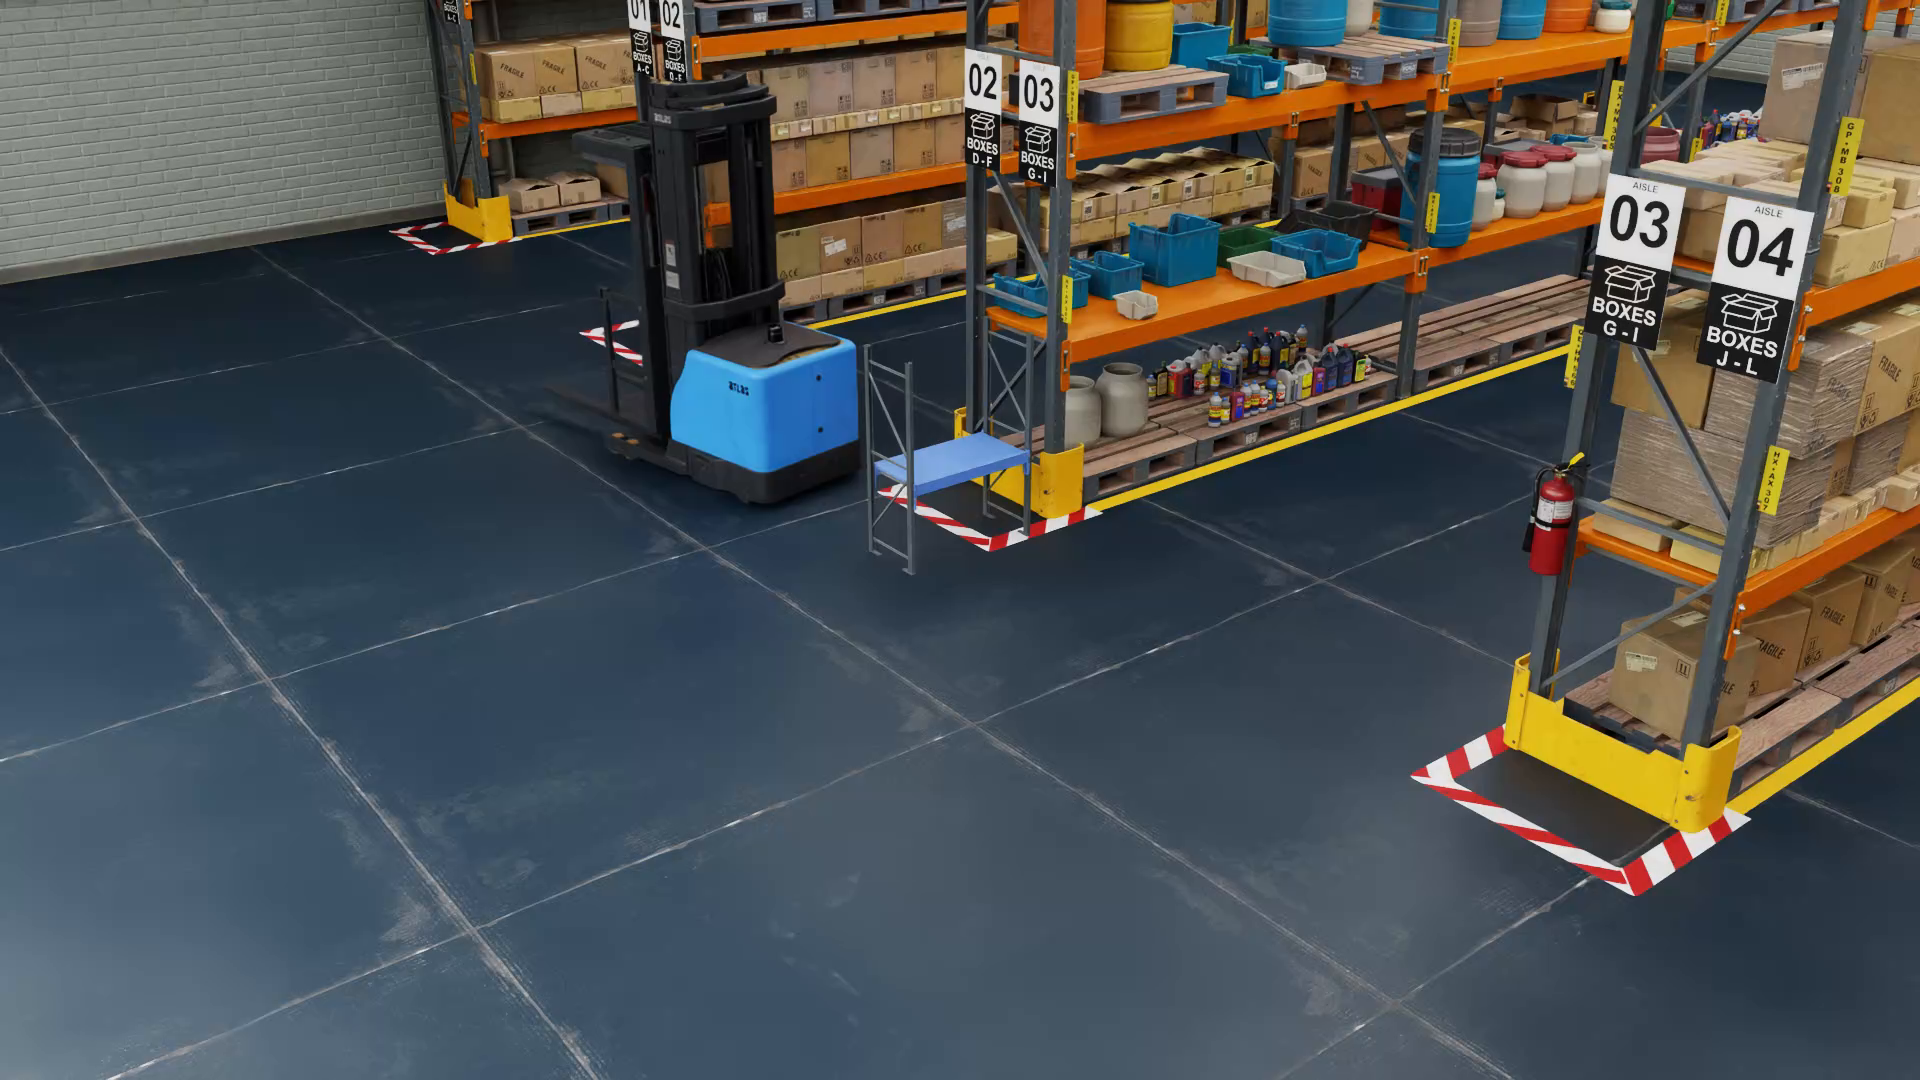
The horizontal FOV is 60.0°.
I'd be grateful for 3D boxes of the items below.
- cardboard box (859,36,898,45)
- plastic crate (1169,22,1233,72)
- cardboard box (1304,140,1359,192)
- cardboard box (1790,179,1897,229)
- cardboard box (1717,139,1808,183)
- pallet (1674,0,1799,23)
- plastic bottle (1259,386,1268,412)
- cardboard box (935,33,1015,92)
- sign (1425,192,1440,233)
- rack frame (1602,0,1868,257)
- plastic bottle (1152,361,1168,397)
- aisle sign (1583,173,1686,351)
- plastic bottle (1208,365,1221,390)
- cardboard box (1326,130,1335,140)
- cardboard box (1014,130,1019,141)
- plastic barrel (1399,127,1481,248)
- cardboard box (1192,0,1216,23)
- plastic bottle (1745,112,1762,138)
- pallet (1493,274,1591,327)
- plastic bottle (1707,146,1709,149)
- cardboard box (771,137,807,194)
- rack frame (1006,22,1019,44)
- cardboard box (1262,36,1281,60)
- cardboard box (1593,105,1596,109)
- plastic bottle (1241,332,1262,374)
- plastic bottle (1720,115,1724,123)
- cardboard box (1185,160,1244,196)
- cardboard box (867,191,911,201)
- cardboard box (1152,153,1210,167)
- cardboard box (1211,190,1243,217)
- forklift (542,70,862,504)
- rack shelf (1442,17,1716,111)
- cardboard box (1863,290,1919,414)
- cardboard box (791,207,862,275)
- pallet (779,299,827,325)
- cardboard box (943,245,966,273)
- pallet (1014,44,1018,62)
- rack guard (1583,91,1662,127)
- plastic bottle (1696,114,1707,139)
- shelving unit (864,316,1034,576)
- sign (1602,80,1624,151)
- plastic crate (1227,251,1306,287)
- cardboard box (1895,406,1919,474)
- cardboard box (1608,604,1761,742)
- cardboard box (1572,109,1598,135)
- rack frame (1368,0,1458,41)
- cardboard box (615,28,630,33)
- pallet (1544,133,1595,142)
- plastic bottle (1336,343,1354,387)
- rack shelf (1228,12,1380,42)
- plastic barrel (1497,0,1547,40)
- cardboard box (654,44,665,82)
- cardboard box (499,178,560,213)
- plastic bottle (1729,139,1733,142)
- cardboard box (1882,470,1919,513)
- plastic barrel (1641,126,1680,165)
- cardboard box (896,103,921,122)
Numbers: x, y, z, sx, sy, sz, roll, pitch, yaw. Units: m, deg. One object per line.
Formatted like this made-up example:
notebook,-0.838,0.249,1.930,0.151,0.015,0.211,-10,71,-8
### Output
cardboard box,-1.203,-6.718,22.020,0.500,0.500,0.700,-14,28,-27
plastic crate,1.712,-3.655,12.518,0.575,0.384,0.392,-18,31,-34
cardboard box,4.582,-4.654,20.661,0.500,0.500,0.500,-20,31,-36
cardboard box,4.077,-1.569,7.710,0.250,0.149,0.380,-17,30,-33
cardboard box,4.088,-1.924,8.474,0.250,0.149,0.380,-18,30,-34
pallet,7.355,-5.226,16.108,1.213,0.211,1.003,-18,31,-34
plastic bottle,2.443,-1.145,13.456,0.097,0.201,0.097,0,25,0
cardboard box,0.146,-4.904,17.094,0.500,0.500,0.700,-18,30,-34
sign,3.876,-2.686,13.646,0.005,0.325,0.100,-18,31,-34
rack frame,3.454,-2.787,7.066,0.127,3.000,1.000,-18,31,-34
plastic bottle,1.653,-1.333,13.762,0.133,0.283,0.061,-17,30,-33
aisle sign,3.220,-1.328,7.961,0.004,0.787,0.394,-18,31,-34
plastic bottle,2.134,-1.367,13.934,0.097,0.201,0.097,0,25,0
cardboard box,4.638,-4.947,21.294,0.500,0.500,0.500,-20,31,-36
cardboard box,0.852,-4.462,17.979,0.500,0.250,0.500,-16,29,-31
plastic barrel,4.036,-2.973,13.997,0.708,0.901,0.600,-18,31,-34
cardboard box,3.520,-8.092,25.126,0.500,0.500,0.500,-19,31,-35
plastic bottle,8.607,-4.483,17.993,0.135,0.276,0.152,-18,31,-34
pallet,6.059,-2.331,16.523,1.213,0.211,1.003,-18,31,-34
plastic bottle,7.505,-3.857,16.733,0.097,0.201,0.097,0,25,0
cardboard box,-1.870,-3.649,15.930,0.500,0.500,0.700,-17,30,-33
rack frame,0.580,-7.067,23.413,0.127,3.000,1.000,-18,31,-34
cardboard box,4.065,-5.863,20.203,0.700,0.500,0.500,15,29,29
cardboard box,9.393,-6.416,24.876,0.250,0.149,0.380,-18,31,-34
plastic bottle,2.506,-1.622,14.307,0.185,0.351,0.144,-20,31,-36
plastic bottle,8.145,-4.424,17.873,0.097,0.271,0.097,0,25,0
cardboard box,2.974,-4.269,19.487,0.500,0.311,0.500,-19,31,-35
cardboard box,-0.853,-3.394,17.377,0.500,0.500,0.500,-18,31,-34
cardboard box,2.638,-4.446,19.868,0.500,0.311,0.500,-19,31,-35
cardboard box,2.972,-4.017,19.610,0.500,0.250,0.500,-19,31,-35
forklift,-2.185,-2.103,12.800,3.031,2.935,1.130,21,32,38
rack shelf,5.119,-4.299,14.742,4.000,0.370,1.077,-18,31,-34
cardboard box,4.845,-1.010,8.703,0.500,0.500,0.500,-18,31,-34
cardboard box,-1.319,-2.962,16.446,0.500,0.500,0.500,-18,31,-34
pallet,-2.080,-2.296,16.447,1.213,0.211,1.003,-18,31,-34
cardboard box,-0.138,-3.011,17.443,0.500,0.250,0.500,-18,31,-34
pallet,0.085,-6.759,22.979,1.003,0.211,1.213,-18,31,-34
rack guard,9.875,-6.351,24.841,0.348,0.500,1.175,-18,31,-34
plastic bottle,7.798,-4.333,17.582,0.185,0.351,0.144,-18,31,-34
shelving unit,-0.067,-0.658,11.386,1.048,1.500,0.538,-18,31,-34
sign,3.127,-2.017,7.918,0.005,0.325,0.100,-18,31,-34
plastic crate,2.424,-2.120,13.069,0.437,0.136,0.530,-18,31,-34
cardboard box,5.044,-0.791,9.419,0.500,0.500,0.875,-18,31,-34
cardboard box,3.956,0.721,9.104,0.500,0.500,0.500,-12,28,-25
cardboard box,8.893,-5.997,23.853,0.500,0.250,0.500,-18,31,-34
rack frame,3.545,-5.467,12.840,0.127,3.000,1.000,-18,31,-34
cardboard box,-3.872,-5.995,20.368,0.500,0.500,0.500,-17,30,-33
pallet,8.289,-5.697,23.776,1.213,0.211,1.003,-18,31,-34
plastic bottle,3.216,-1.481,14.002,0.185,0.351,0.144,-19,31,-35
rack shelf,5.301,-8.299,26.923,4.000,0.370,1.077,-18,31,-34
plastic barrel,4.841,-4.877,14.538,0.708,0.901,0.600,-18,31,-34
cardboard box,-3.541,-5.825,20.001,0.500,0.500,0.500,-19,31,-35
cardboard box,-5.116,-4.118,19.732,0.500,0.311,0.500,-23,33,-40
plastic bottle,7.731,-3.877,16.679,0.133,0.283,0.061,-18,31,-34
cardboard box,5.066,-0.304,9.141,0.250,0.149,0.380,-18,31,-34
plastic barrel,6.515,-3.625,15.837,0.708,0.536,0.600,-18,31,-34
cardboard box,-0.590,-4.256,16.468,0.250,0.149,0.380,-17,30,-33
